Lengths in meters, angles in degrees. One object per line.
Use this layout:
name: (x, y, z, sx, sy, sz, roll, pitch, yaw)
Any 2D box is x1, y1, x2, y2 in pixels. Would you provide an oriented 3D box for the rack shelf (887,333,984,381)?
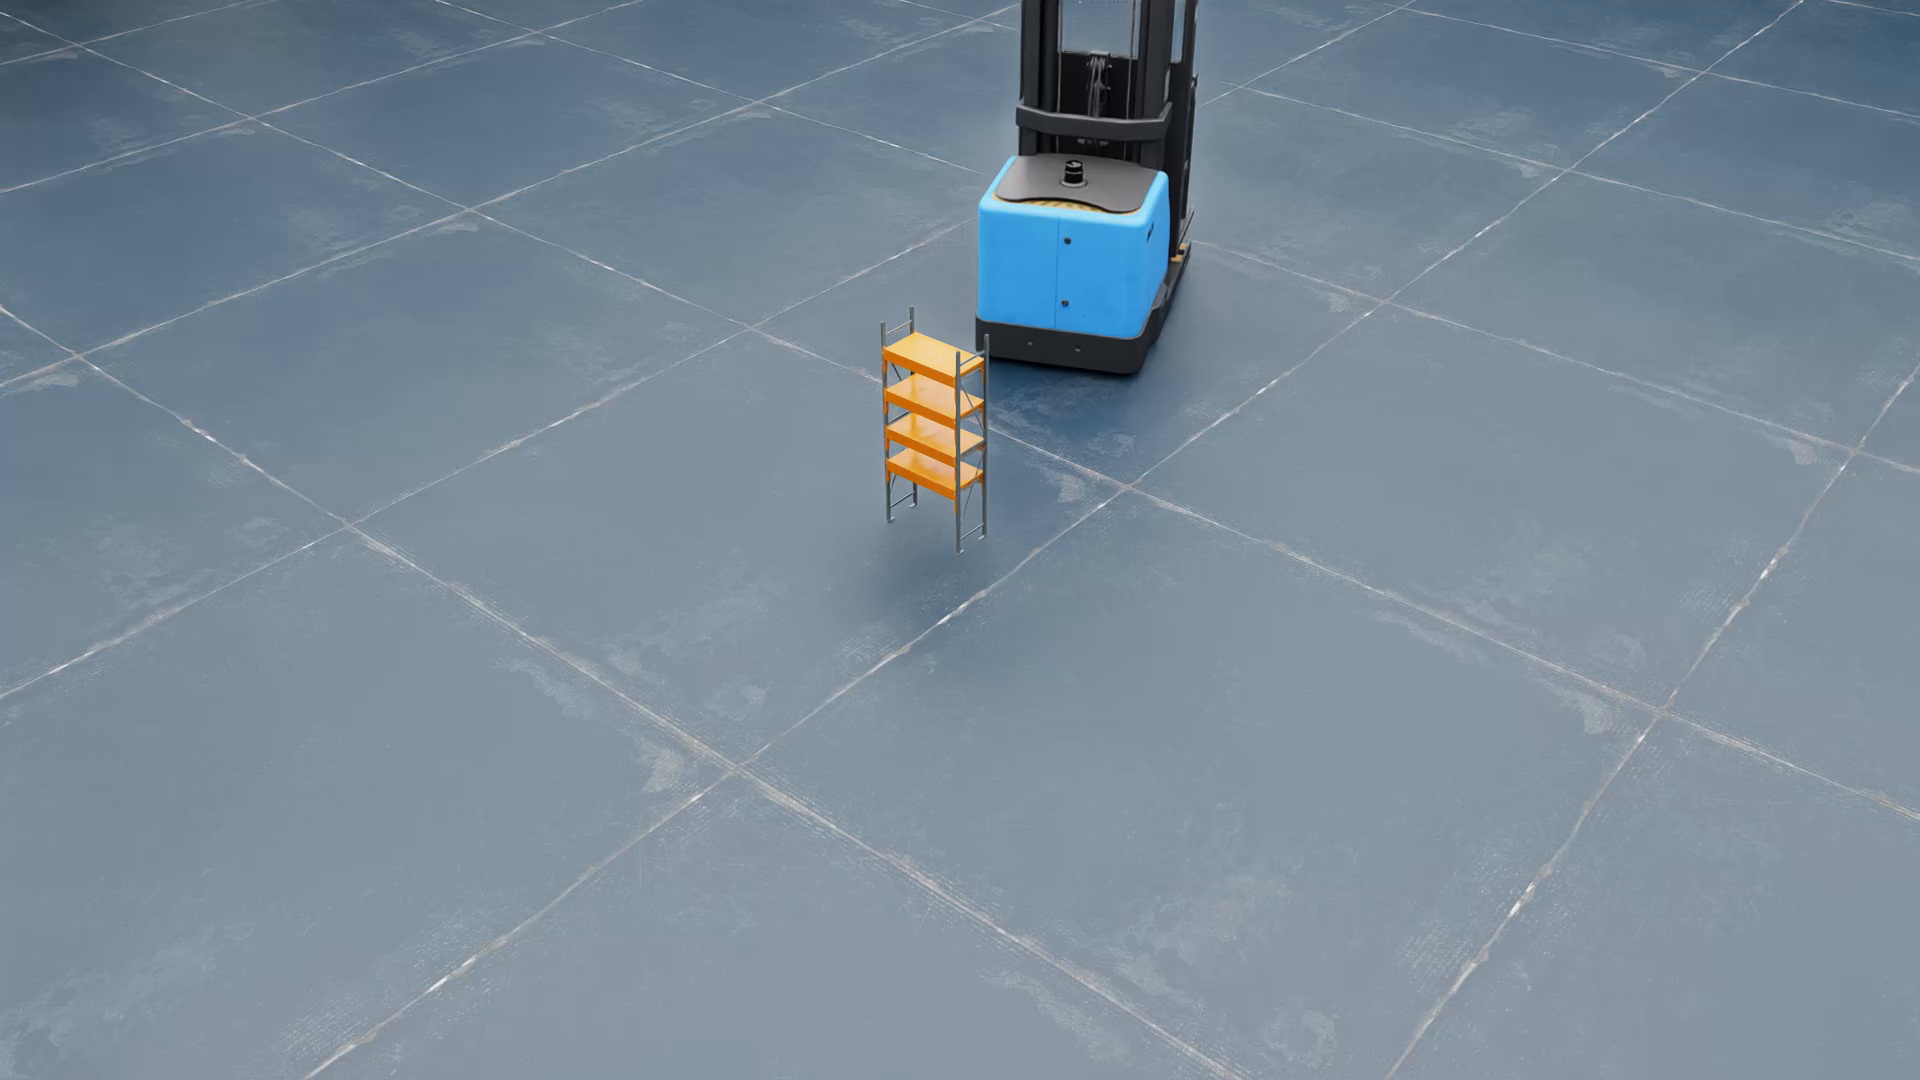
rack shelf: (-0.127, -0.911, 8.335, 0.457, 0.050, 0.221, 25, 42, 32)

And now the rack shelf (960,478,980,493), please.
rack shelf: (-0.127, -0.359, 8.714, 0.442, 0.029, 0.199, 25, 42, 32)

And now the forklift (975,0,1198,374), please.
forklift: (0.985, -3.059, 10.697, 1.130, 2.935, 3.031, 9, 36, 13)

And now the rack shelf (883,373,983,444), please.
rack shelf: (-0.127, -0.683, 8.491, 0.480, 0.148, 0.258, 25, 42, 32)

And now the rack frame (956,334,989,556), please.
rack frame: (0.060, -0.466, 8.451, 0.015, 1.200, 0.240, 25, 42, 32)

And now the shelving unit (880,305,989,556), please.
shelving unit: (-0.127, -0.555, 8.580, 0.503, 1.200, 0.258, 25, 42, 32)

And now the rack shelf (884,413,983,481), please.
rack shelf: (-0.127, -0.499, 8.618, 0.480, 0.148, 0.258, 25, 42, 32)

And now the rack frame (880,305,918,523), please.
rack frame: (-0.315, -0.643, 8.709, 0.015, 1.200, 0.240, 25, 42, 32)
